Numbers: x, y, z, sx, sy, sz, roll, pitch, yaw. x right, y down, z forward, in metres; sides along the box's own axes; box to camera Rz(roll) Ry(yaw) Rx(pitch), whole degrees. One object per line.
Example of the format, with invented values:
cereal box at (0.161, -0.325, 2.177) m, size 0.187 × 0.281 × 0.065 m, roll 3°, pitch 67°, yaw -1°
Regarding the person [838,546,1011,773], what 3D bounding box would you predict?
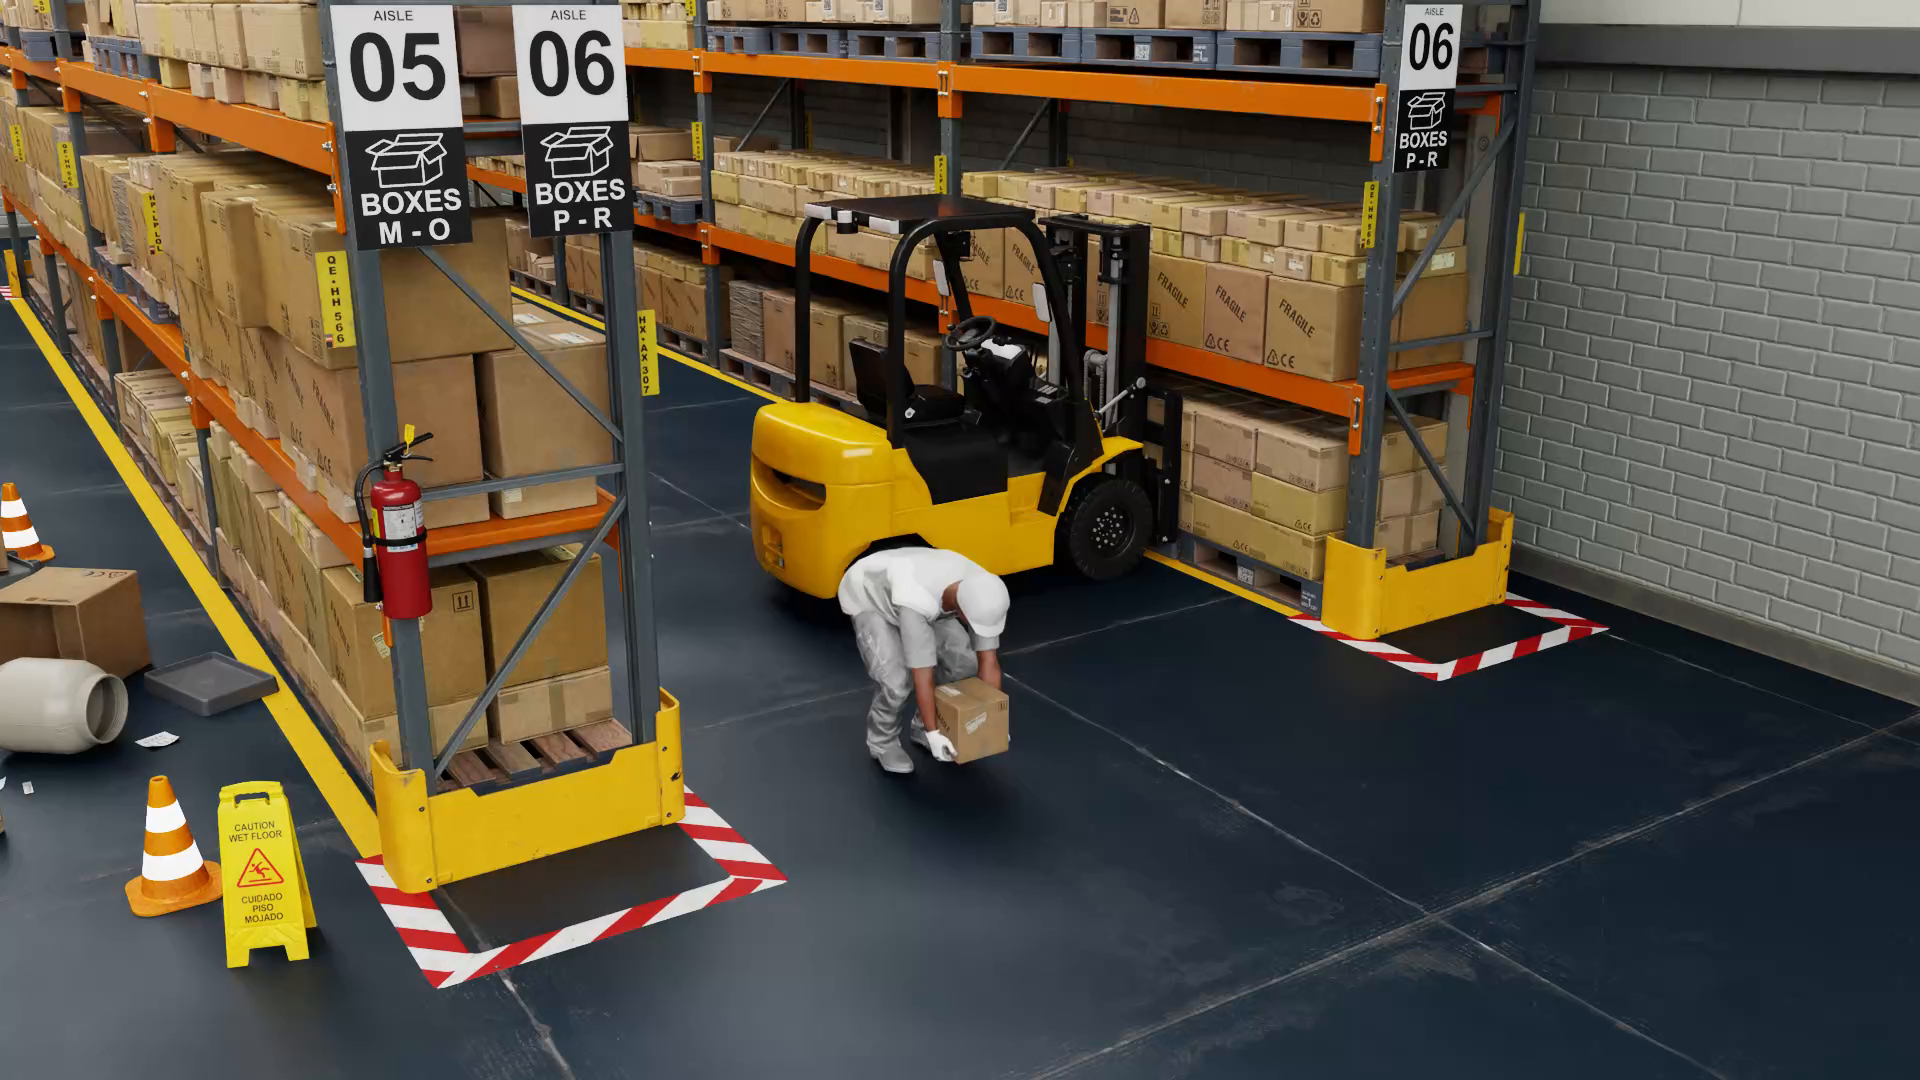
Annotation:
person at (-0.128, 0.521, 7.173) m, size 0.522 × 1.007 × 0.964 m, roll -13°, pitch 22°, yaw -34°
